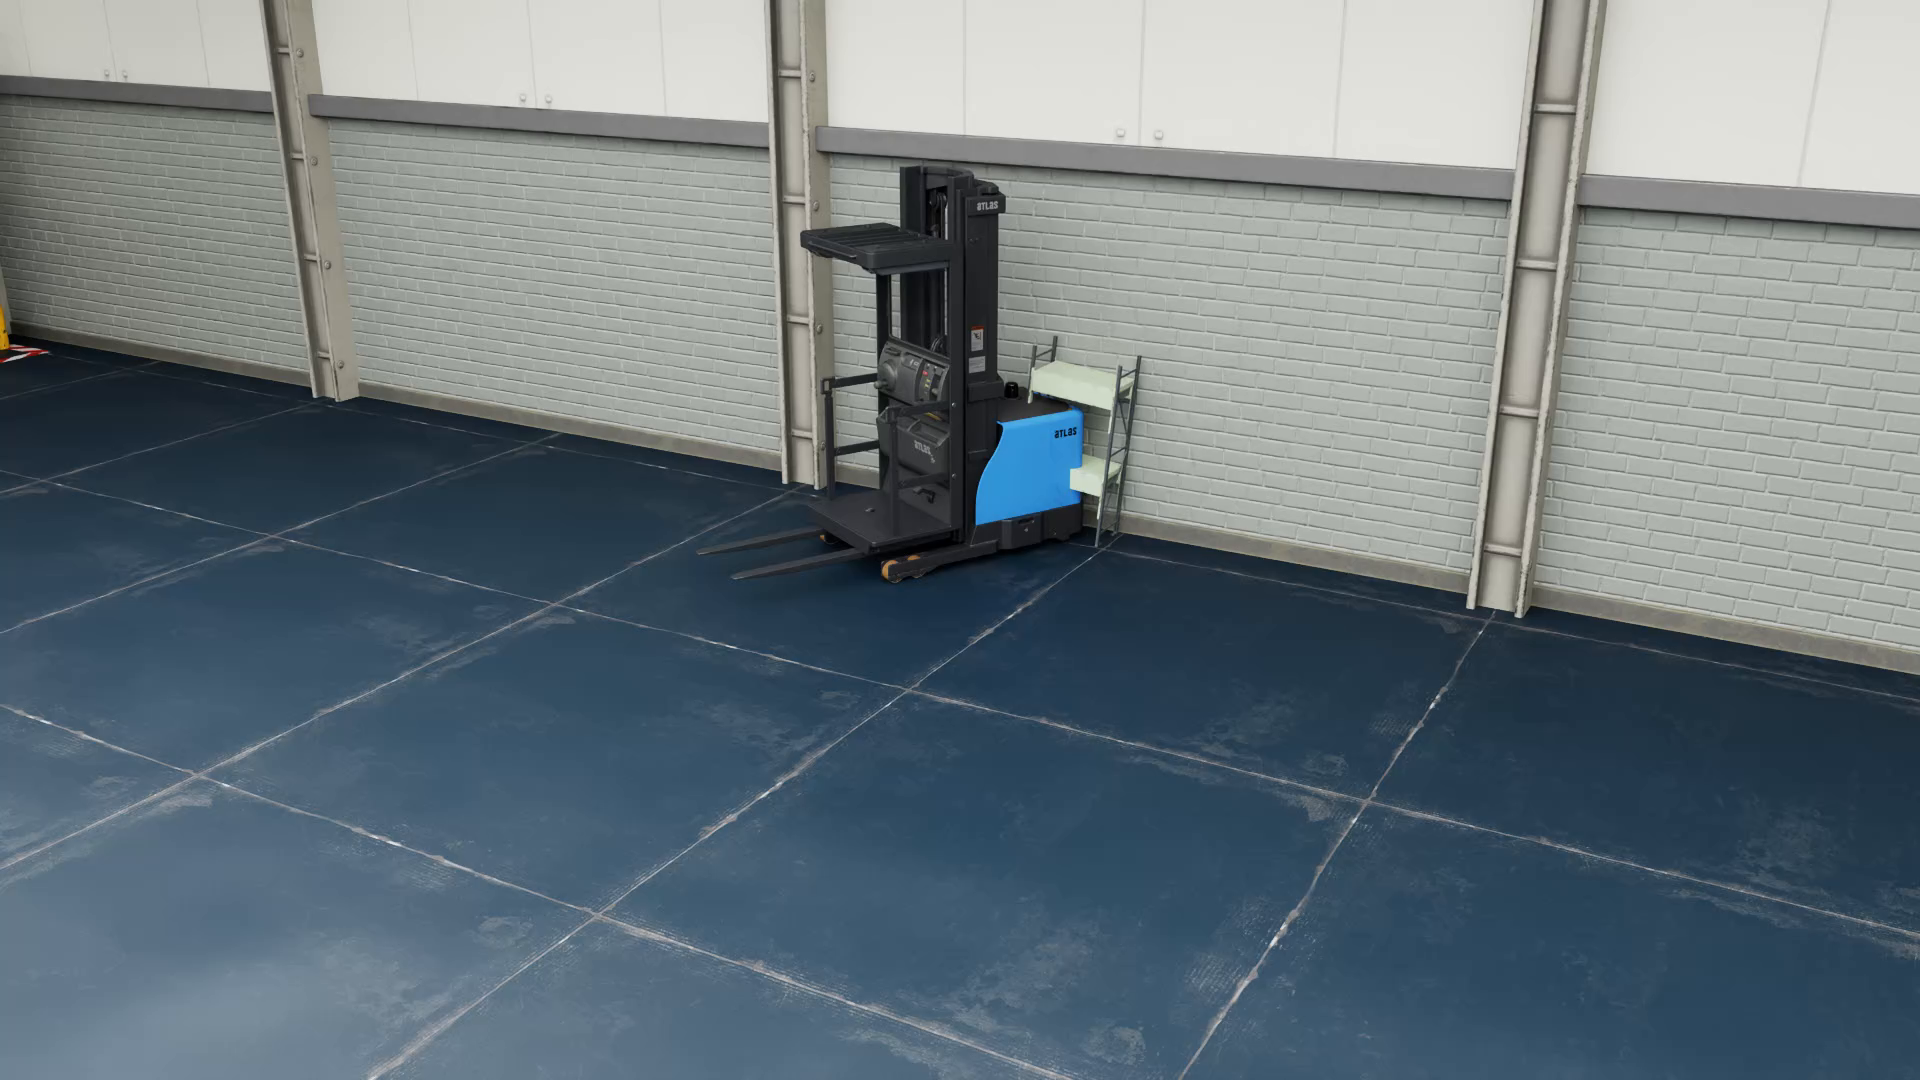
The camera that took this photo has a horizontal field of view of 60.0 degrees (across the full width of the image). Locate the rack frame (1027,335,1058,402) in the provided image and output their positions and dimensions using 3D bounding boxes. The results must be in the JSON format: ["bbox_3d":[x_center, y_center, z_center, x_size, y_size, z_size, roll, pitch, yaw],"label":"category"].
[{"bbox_3d":[0.607,-0.883,13.393,0.023,1.500,0.400,17,25,25],"label":"rack frame"}]

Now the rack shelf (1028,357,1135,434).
[{"bbox_3d":[0.960,-1.146,13.088,0.720,0.370,0.431,17,25,25],"label":"rack shelf"}]

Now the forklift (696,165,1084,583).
[{"bbox_3d":[-0.530,-1.262,12.546,3.031,2.935,1.130,-12,23,-31],"label":"forklift"}]

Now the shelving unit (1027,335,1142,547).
[{"bbox_3d":[0.925,-0.787,13.239,0.755,1.500,0.431,17,25,25],"label":"shelving unit"}]

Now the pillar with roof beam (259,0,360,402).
[{"bbox_3d":[-8.672,-4.467,12.483,0.400,9.000,9.100,11,23,27],"label":"pillar with roof beam"}]

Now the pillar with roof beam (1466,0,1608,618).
[{"bbox_3d":[1.804,-2.471,6.982,0.400,9.000,9.100,11,23,27],"label":"pillar with roof beam"}]

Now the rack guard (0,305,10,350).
[{"bbox_3d":[-11.621,-2.363,19.147,0.348,0.500,1.175,11,23,27],"label":"rack guard"}]

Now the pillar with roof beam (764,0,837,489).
[{"bbox_3d":[-3.434,-3.469,9.733,0.400,9.000,9.100,11,23,27],"label":"pillar with roof beam"}]

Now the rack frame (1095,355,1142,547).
[{"bbox_3d":[1.243,-0.692,13.084,0.023,1.500,0.400,17,25,25],"label":"rack frame"}]

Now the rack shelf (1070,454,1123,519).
[{"bbox_3d":[0.896,-0.488,13.365,0.720,0.370,0.431,17,25,25],"label":"rack shelf"}]

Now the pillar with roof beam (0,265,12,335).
[{"bbox_3d":[-13.910,-5.465,15.234,0.400,9.000,9.100,11,23,27],"label":"pillar with roof beam"}]
